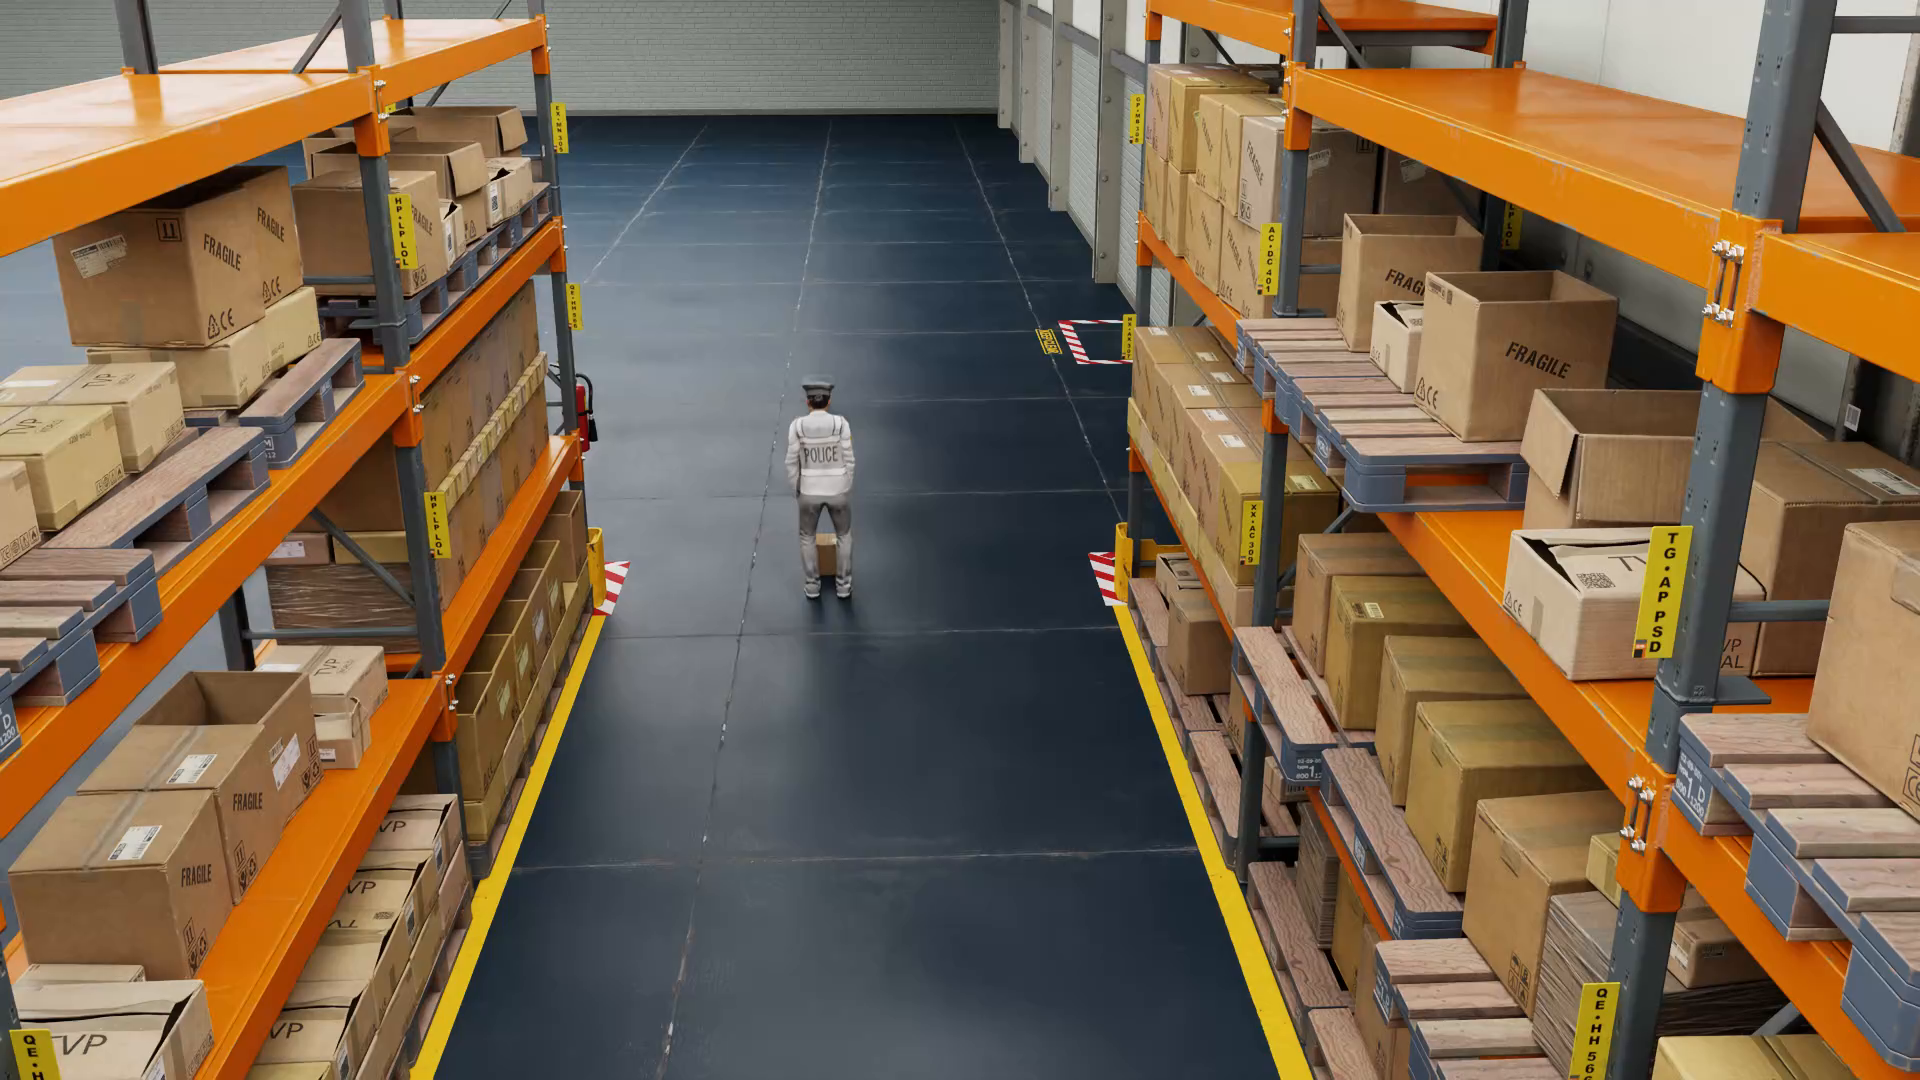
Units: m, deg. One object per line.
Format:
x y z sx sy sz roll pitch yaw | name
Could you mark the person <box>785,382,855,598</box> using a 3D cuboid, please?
-1.015 -0.358 12.138 0.508 1.604 0.485 -1 21 -2 | person
